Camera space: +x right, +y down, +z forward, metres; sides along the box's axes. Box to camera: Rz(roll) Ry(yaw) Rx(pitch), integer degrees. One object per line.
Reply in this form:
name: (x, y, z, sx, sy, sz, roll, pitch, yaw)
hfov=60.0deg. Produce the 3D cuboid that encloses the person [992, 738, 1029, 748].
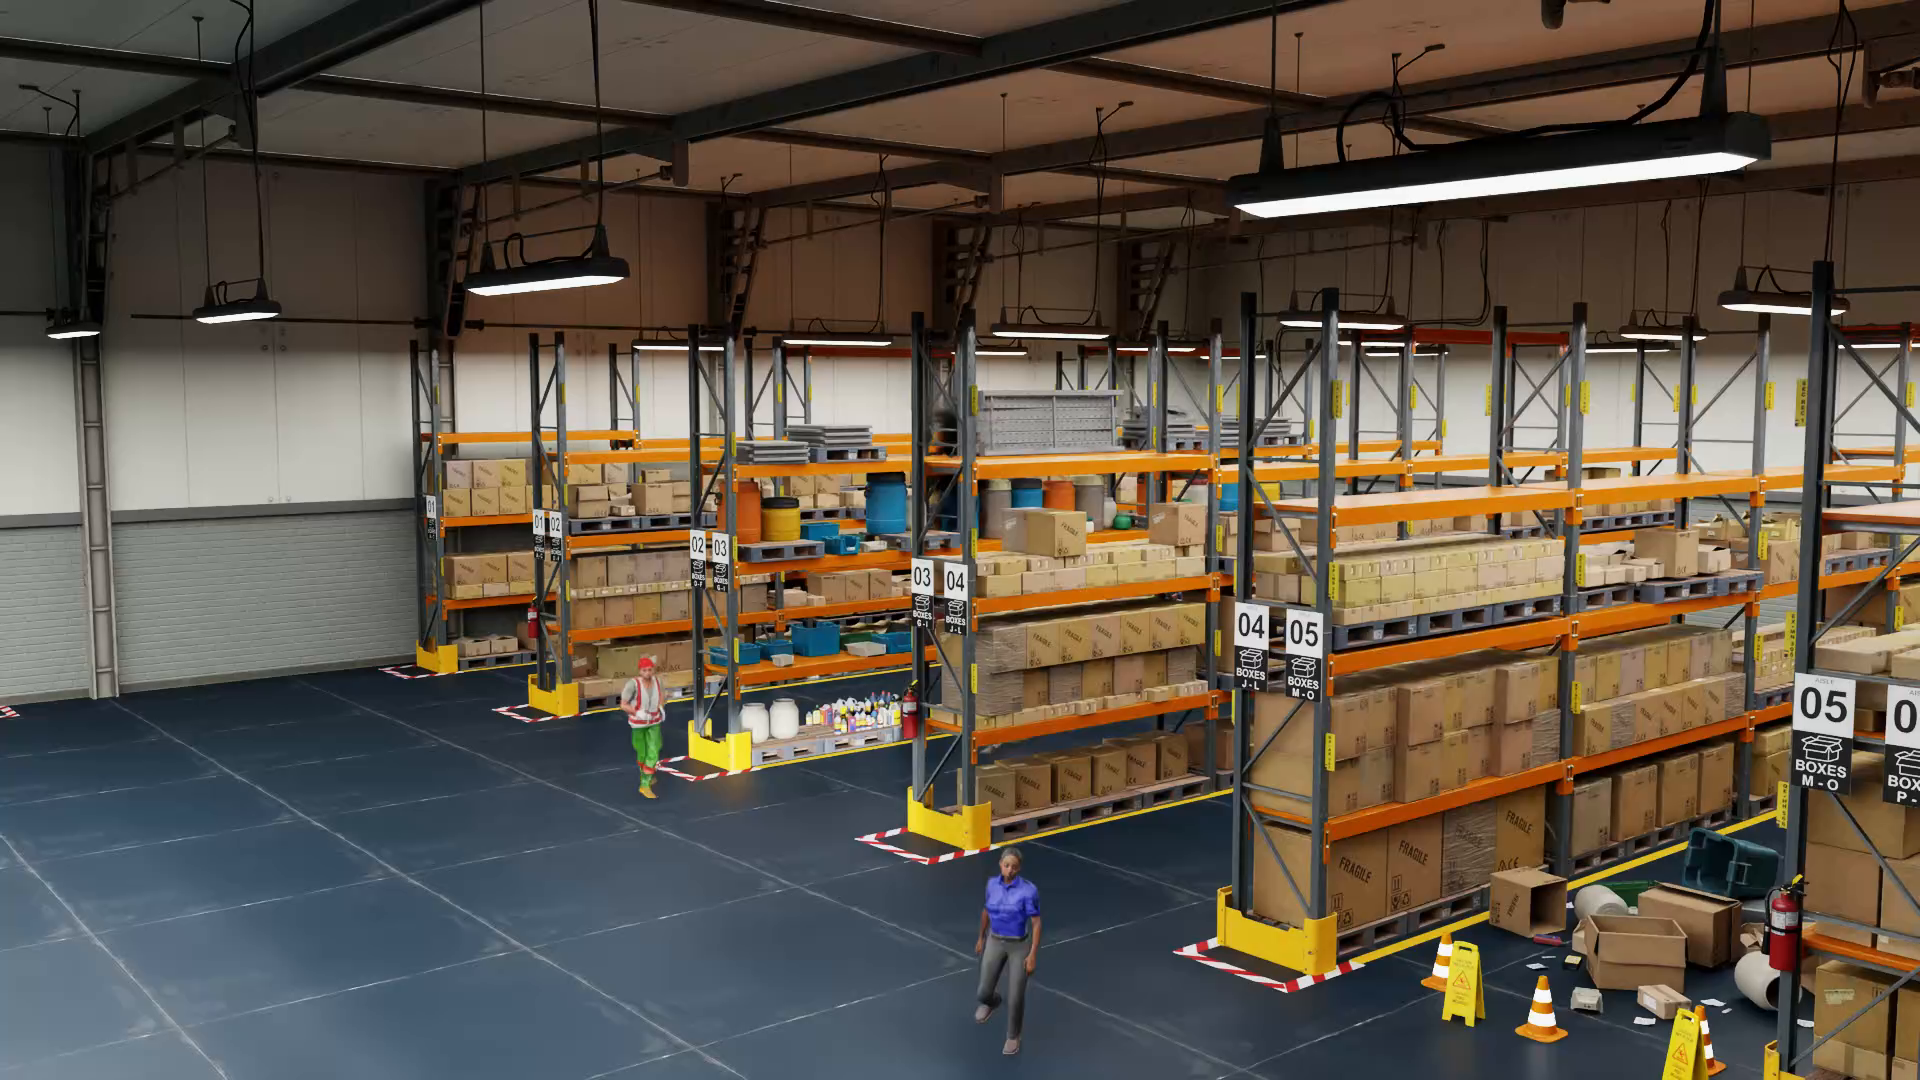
person: (0.666, 1.908, 22.264, 0.616, 1.718, 0.481, -1, 5, -11)

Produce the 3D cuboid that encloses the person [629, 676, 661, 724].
person: (-3.982, 2.009, 20.949, 0.377, 0.583, 0.374, -2, 6, -22)

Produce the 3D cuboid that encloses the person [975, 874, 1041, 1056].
person: (2.419, 2.479, 20.647, 1.419, 1.591, 16.407, 2, 6, 18)
